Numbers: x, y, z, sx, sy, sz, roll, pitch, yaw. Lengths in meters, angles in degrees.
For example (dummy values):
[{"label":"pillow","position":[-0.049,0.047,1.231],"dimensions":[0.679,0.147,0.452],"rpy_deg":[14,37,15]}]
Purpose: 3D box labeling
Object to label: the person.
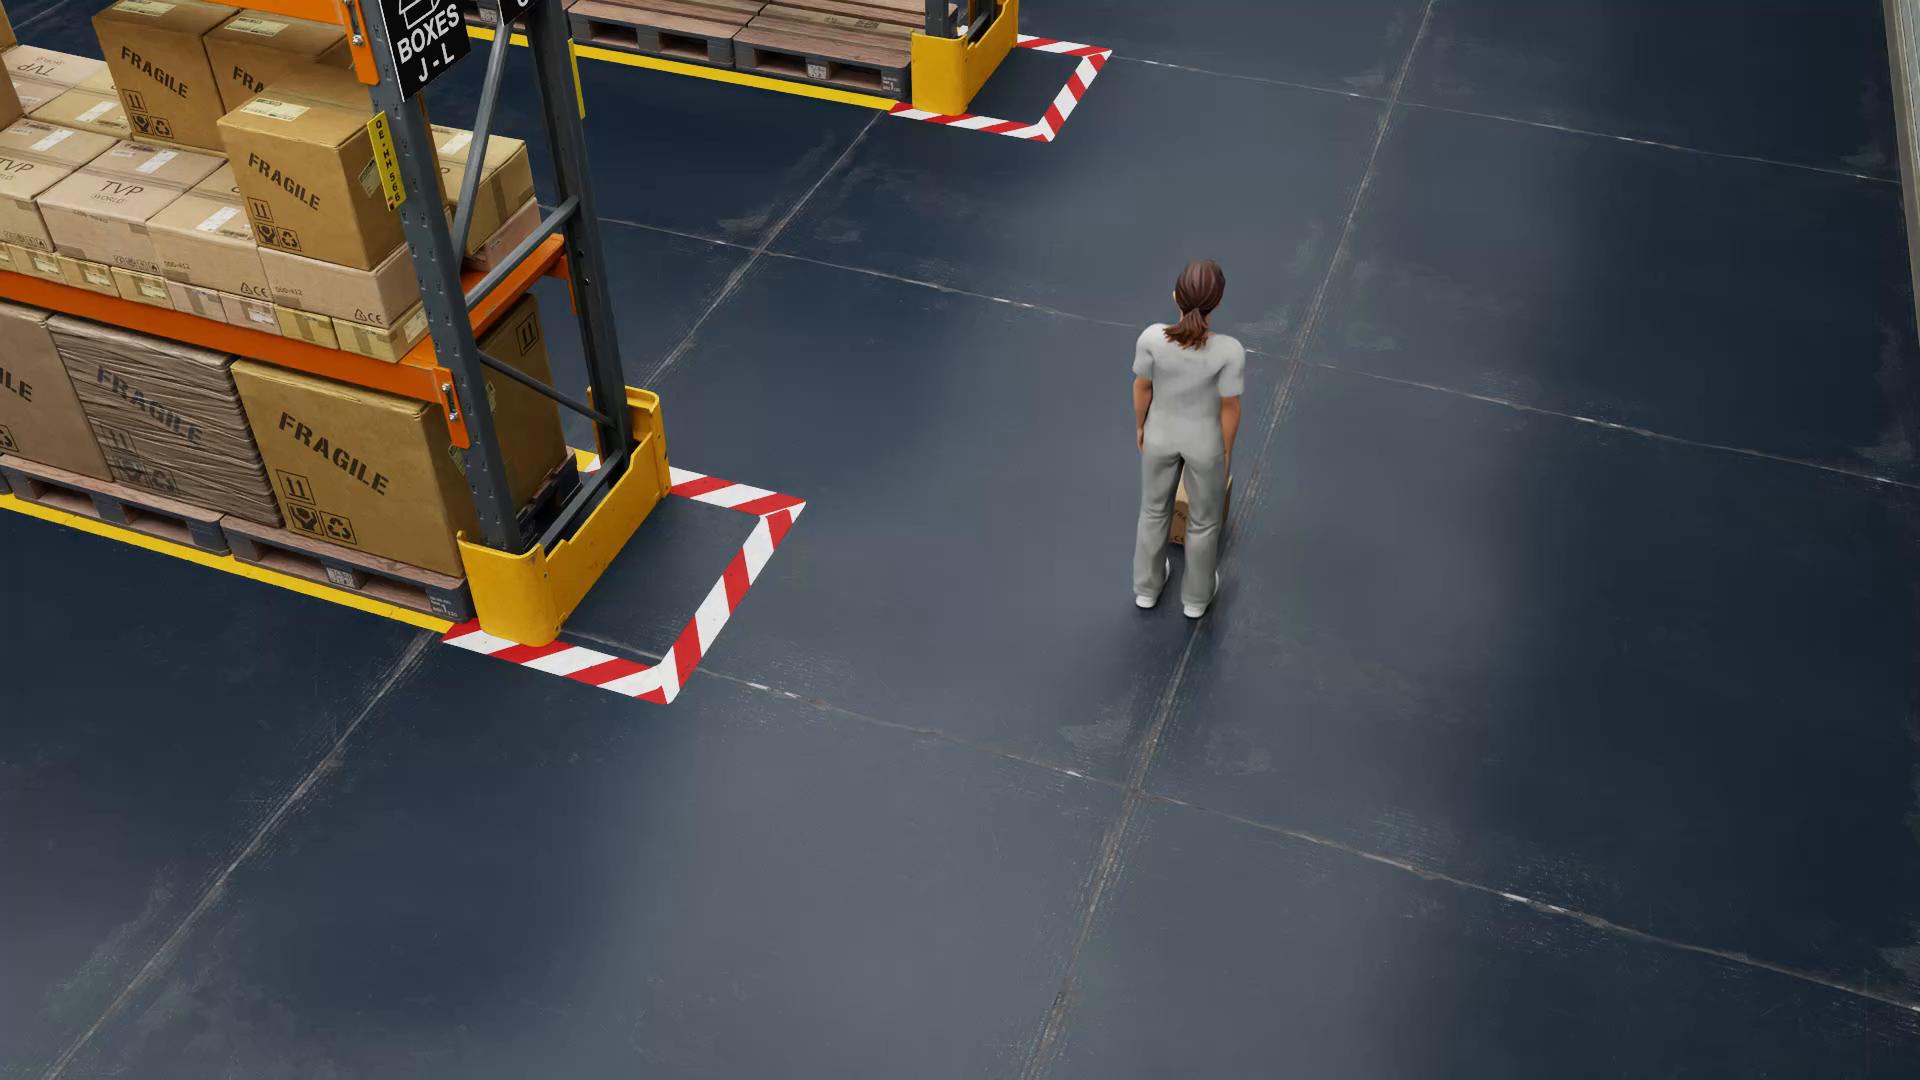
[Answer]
[{"label":"person","position":[0.882,-0.377,6.587],"dimensions":[0.436,1.673,0.373],"rpy_deg":[15,44,16]}]
